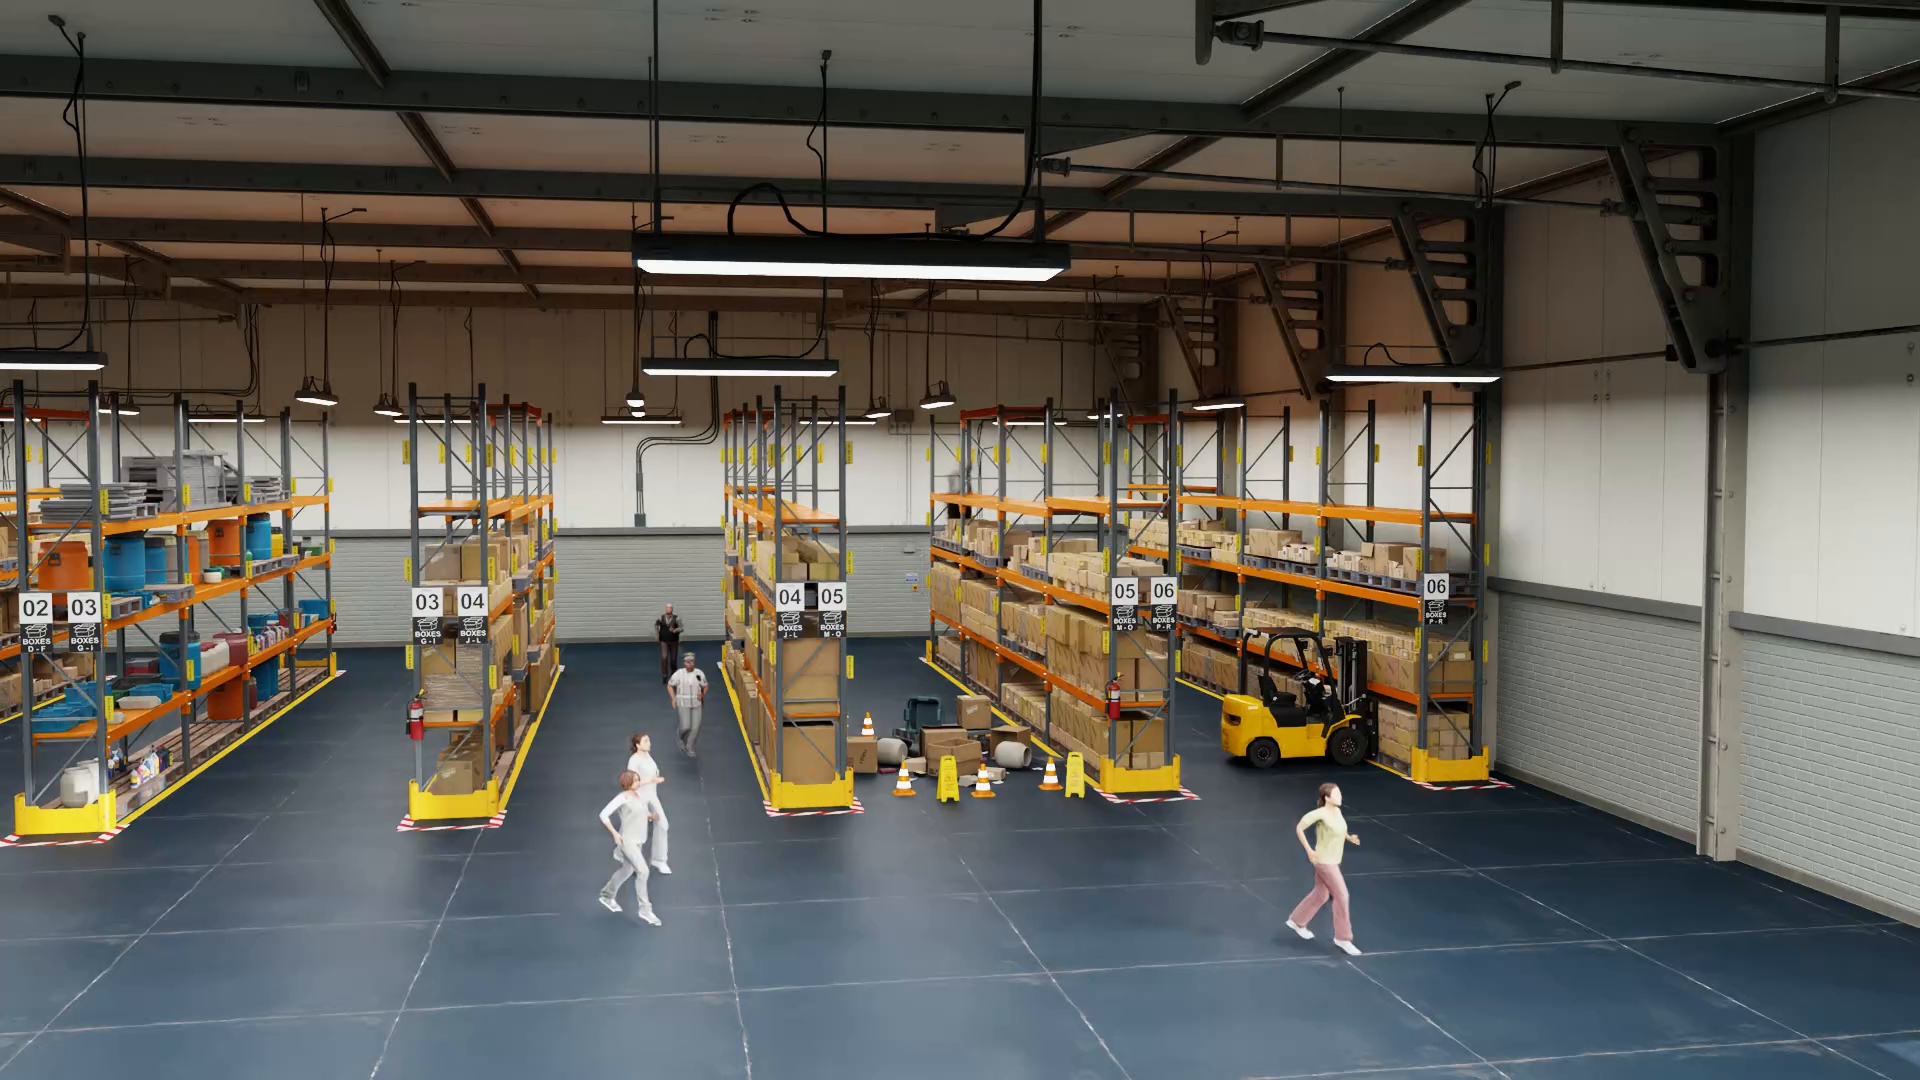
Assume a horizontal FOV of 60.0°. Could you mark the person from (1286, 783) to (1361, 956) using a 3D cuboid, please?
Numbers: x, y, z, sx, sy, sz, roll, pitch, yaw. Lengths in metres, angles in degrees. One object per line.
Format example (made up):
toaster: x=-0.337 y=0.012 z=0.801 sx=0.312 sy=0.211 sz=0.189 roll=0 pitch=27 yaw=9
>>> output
person: x=3.722 y=3.304 z=16.933 sx=0.839 sy=1.703 sz=0.569 roll=2 pitch=3 yaw=33

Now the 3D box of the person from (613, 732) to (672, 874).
person: x=-3.844 y=3.154 z=19.976 sx=0.784 sy=1.726 sz=0.551 roll=2 pitch=3 yaw=28

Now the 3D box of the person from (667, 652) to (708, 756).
person: x=-4.488 y=2.738 z=27.622 sx=0.658 sy=1.729 sz=0.591 roll=-1 pitch=3 yaw=-22

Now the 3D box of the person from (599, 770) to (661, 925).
person: x=-3.555 y=3.280 z=17.874 sx=0.783 sy=1.631 sz=0.518 roll=1 pitch=3 yaw=16

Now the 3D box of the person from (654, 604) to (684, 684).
person: x=-6.403 y=2.259 z=36.589 sx=0.658 sy=1.716 sz=0.947 roll=0 pitch=3 yaw=-8
